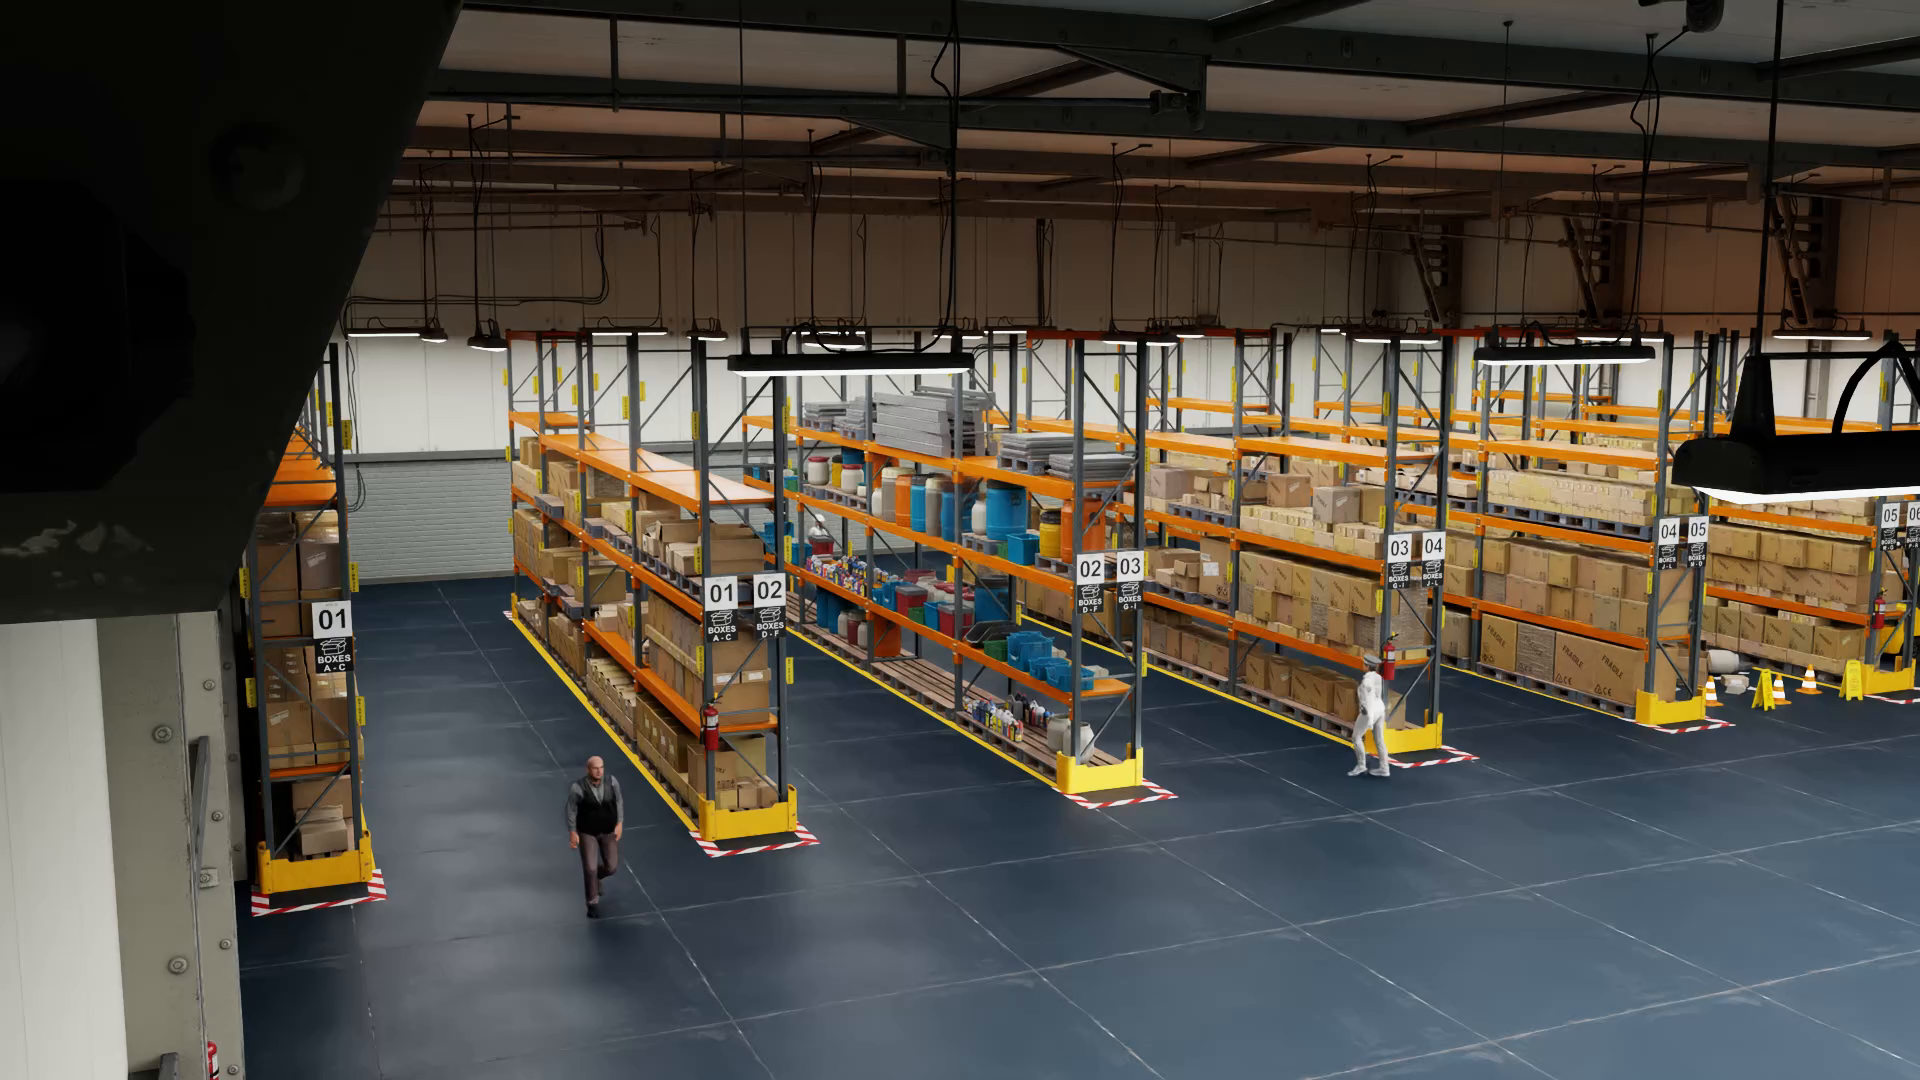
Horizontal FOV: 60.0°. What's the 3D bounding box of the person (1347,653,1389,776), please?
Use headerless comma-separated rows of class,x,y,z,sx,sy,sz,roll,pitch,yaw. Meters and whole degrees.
person,5.684,2.421,22.828,0.502,1.715,0.535,-8,11,-44

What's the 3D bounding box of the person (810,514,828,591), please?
person,-3.165,0.306,37.827,0.478,1.795,0.572,4,9,28

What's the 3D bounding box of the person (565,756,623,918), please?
person,-3.904,3.100,17.719,0.624,1.704,0.638,-4,9,-29
